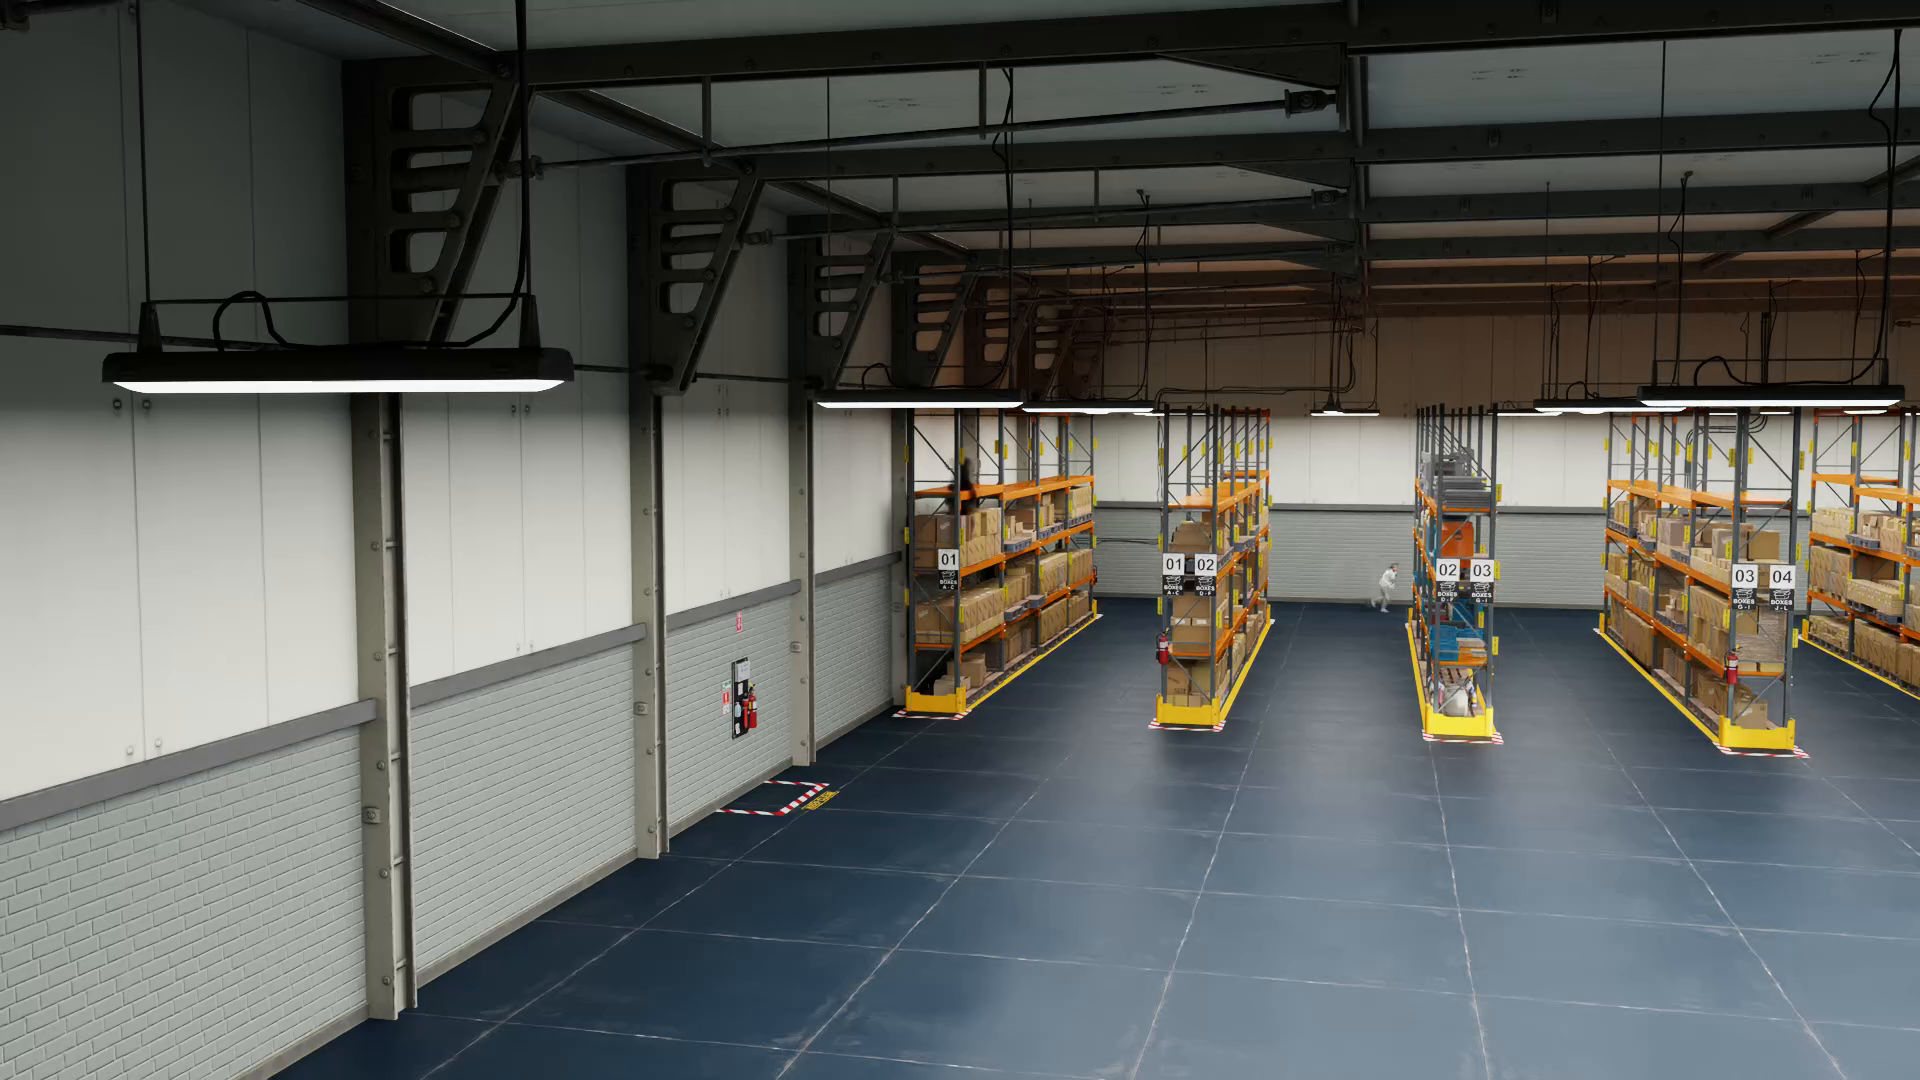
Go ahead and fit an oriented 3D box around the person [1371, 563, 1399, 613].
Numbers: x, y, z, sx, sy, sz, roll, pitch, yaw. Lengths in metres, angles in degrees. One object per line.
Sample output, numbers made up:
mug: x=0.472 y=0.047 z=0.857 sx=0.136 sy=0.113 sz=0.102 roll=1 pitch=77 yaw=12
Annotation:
person: x=12.611 y=1.397 z=49.282 sx=0.862 sy=1.495 sz=0.633 roll=4 pitch=6 yaw=43
